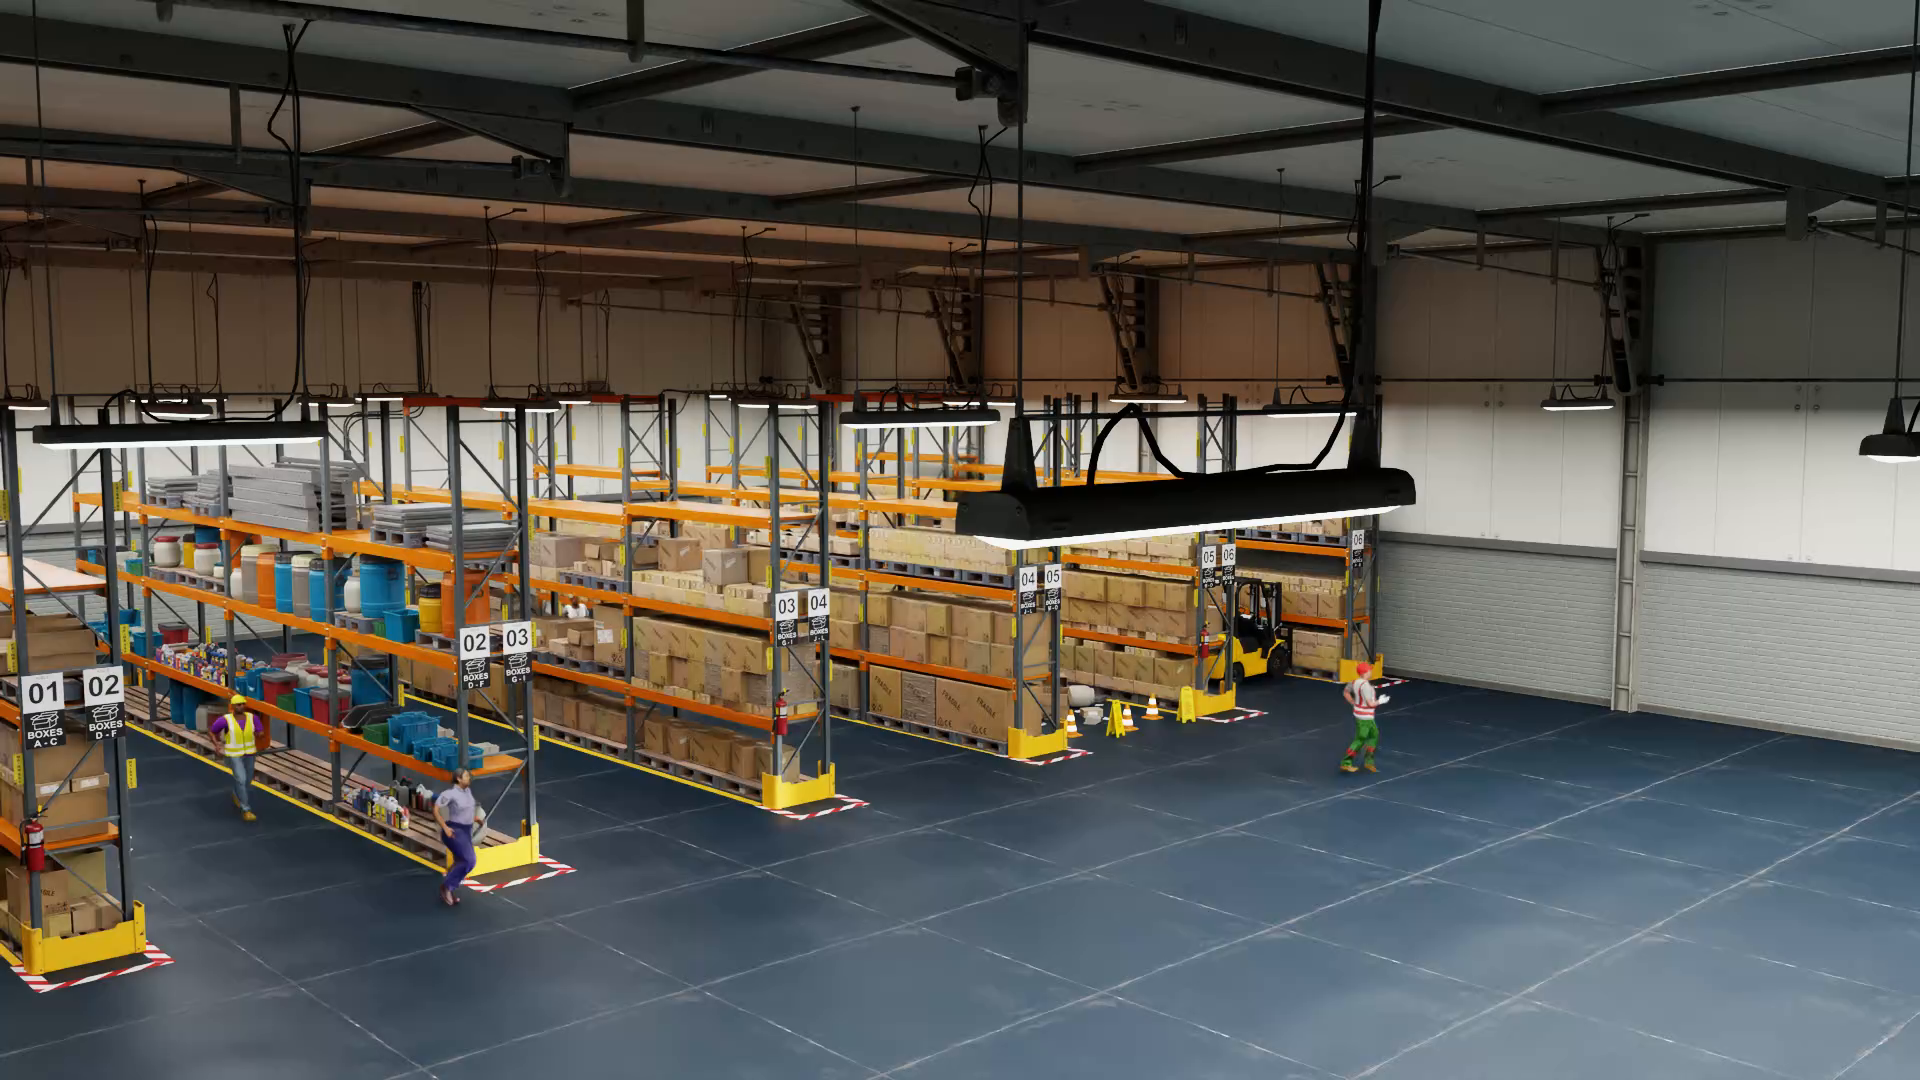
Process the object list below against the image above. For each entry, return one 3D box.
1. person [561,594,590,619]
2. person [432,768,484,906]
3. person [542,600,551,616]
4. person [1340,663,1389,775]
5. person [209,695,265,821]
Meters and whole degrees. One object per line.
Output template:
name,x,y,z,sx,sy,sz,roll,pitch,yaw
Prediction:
person,-8.291,1.997,35.896,0.674,1.767,0.749,-4,7,-36
person,-6.058,3.580,20.214,0.534,1.596,0.669,1,6,6
person,-10.086,1.520,41.149,0.677,1.684,0.883,-3,6,-25
person,6.455,2.872,26.572,0.753,1.839,0.637,0,6,1
person,-10.383,3.102,24.018,0.989,1.754,0.700,5,8,43
